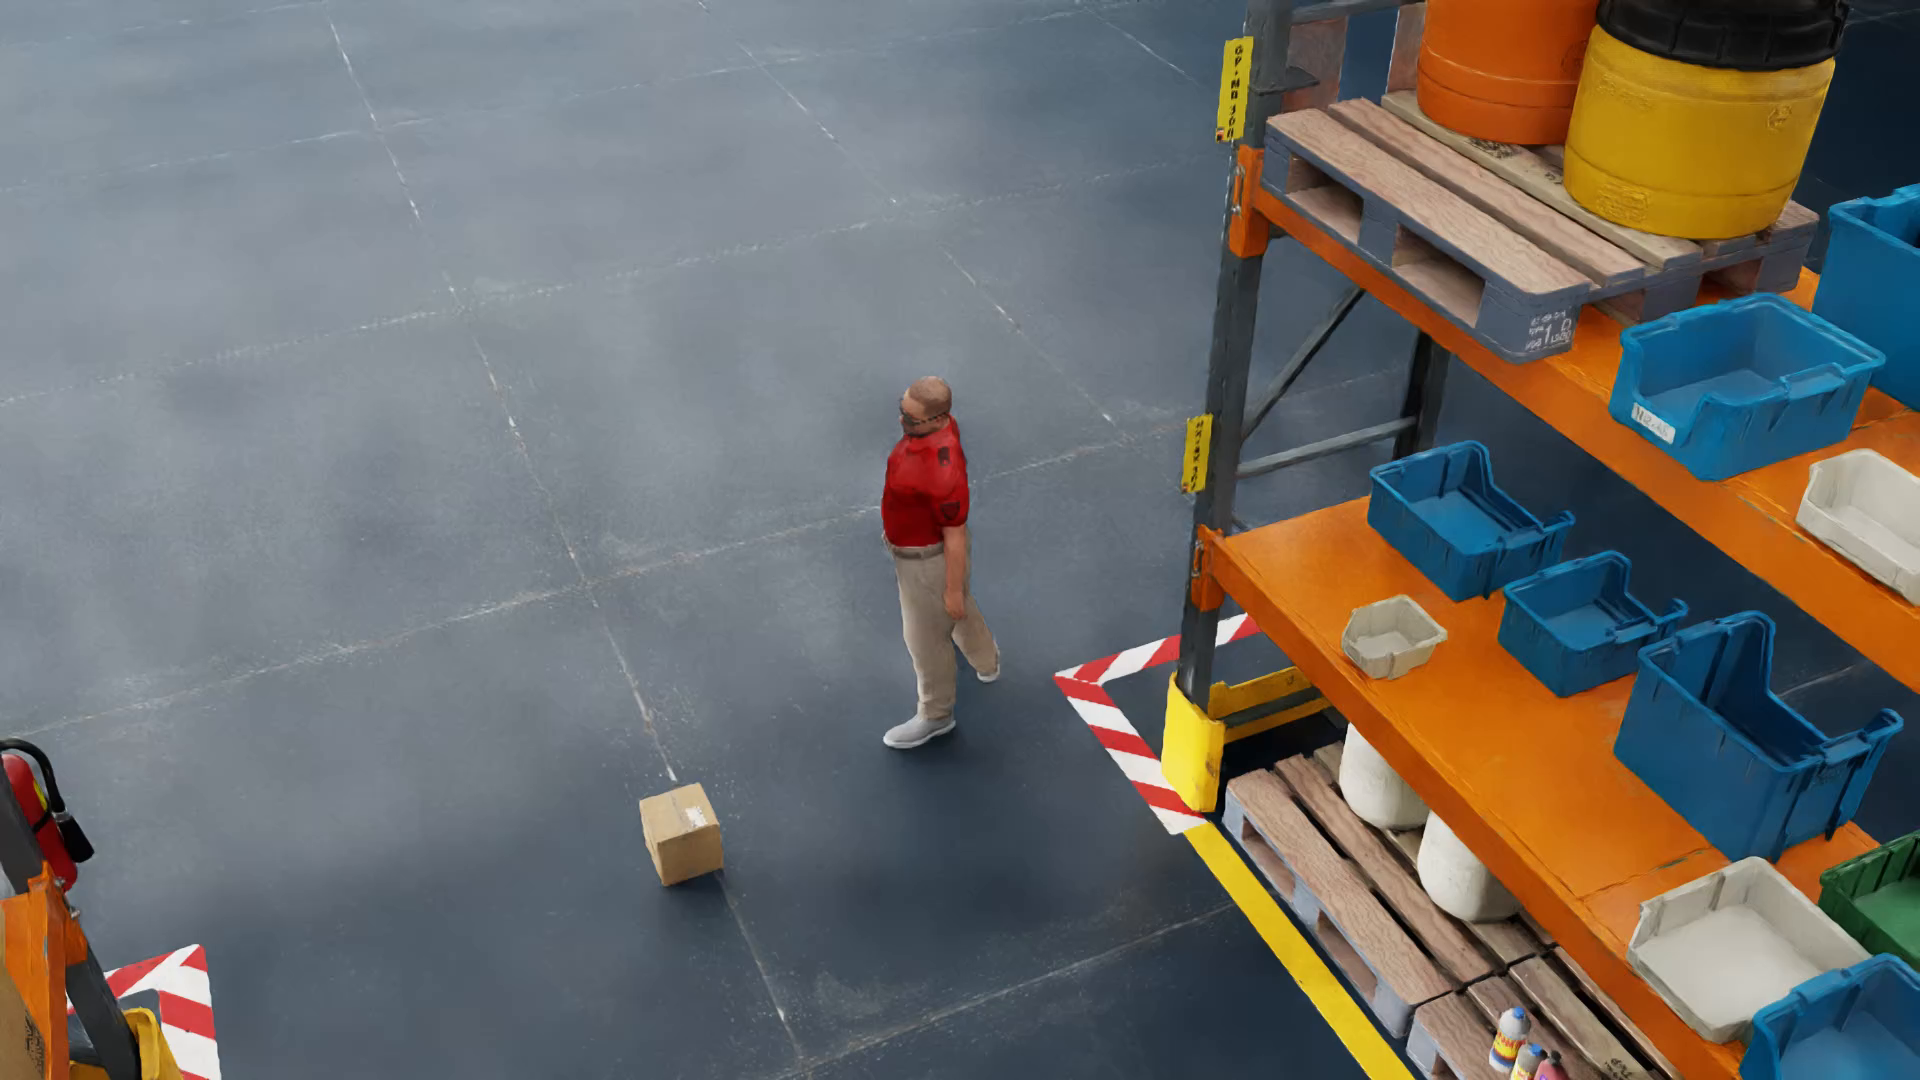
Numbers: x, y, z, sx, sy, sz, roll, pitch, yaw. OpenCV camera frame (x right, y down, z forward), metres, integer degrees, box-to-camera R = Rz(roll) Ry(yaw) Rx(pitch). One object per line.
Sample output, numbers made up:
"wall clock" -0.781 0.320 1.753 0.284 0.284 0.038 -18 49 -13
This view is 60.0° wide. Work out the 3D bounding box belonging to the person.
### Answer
"person" -0.072 0.004 6.864 0.501 1.723 0.722 0 37 0
